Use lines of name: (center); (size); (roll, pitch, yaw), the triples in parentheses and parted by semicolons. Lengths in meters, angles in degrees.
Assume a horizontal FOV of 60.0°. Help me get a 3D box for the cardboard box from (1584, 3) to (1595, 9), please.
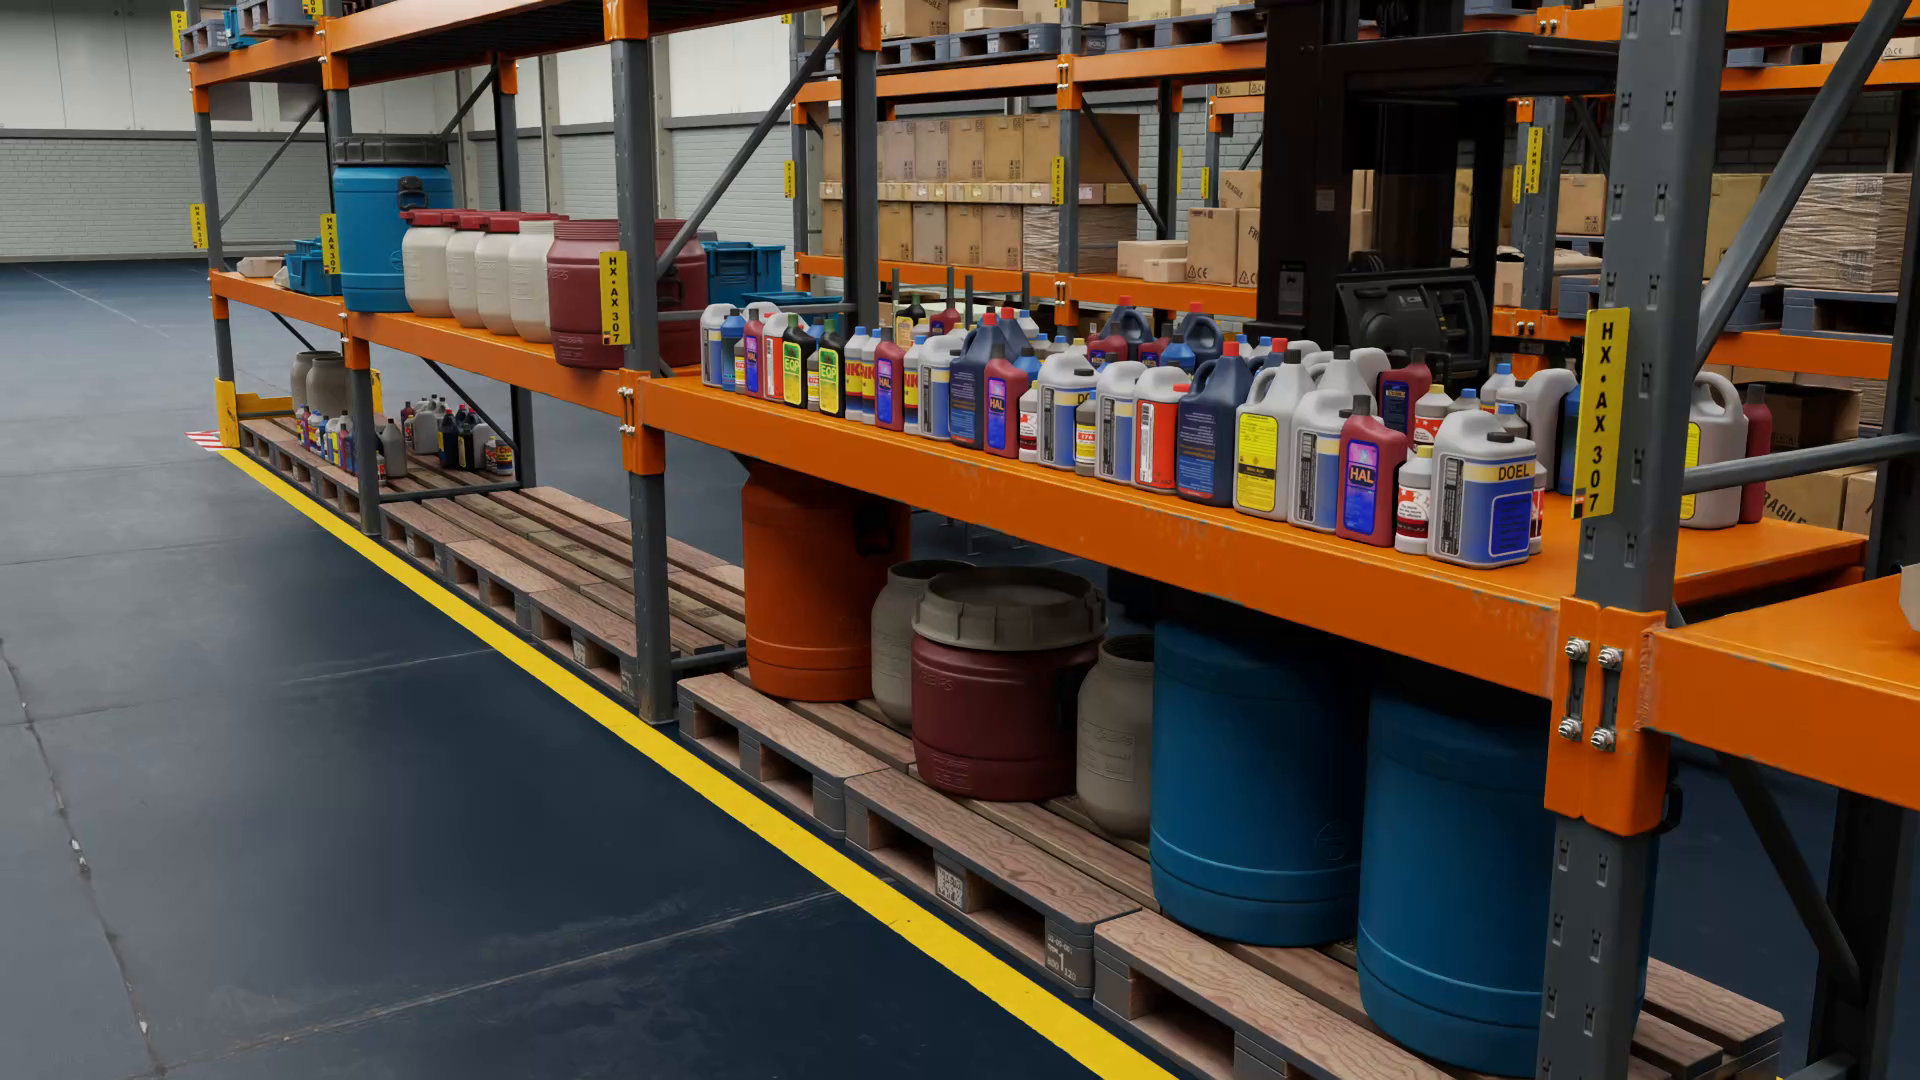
cardboard box: (5.508, -4.334, 13.920); (0.500, 0.500, 0.500); (-6, 14, -25)

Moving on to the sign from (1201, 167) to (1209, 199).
sign: (2.604, -3.791, 17.651); (0.100, 0.325, 0.005); (-8, 15, -33)

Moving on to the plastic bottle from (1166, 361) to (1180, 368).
plastic bottle: (0.506, -0.292, 3.975); (0.097, 0.271, 0.097); (0, 12, 0)

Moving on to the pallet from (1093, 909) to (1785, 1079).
pallet: (1.064, 1.094, 3.864); (1.003, 0.211, 1.213); (-8, 15, -33)

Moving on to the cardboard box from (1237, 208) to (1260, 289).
cardboard box: (2.131, -1.862, 10.620); (0.500, 0.500, 0.500); (-8, 15, -33)

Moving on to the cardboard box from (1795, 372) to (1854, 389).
cardboard box: (6.857, -1.231, 12.791); (0.700, 0.500, 0.500); (-8, 15, -33)

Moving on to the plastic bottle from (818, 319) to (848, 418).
plastic bottle: (-0.369, -0.512, 4.957); (0.061, 0.283, 0.133); (-8, 15, -33)

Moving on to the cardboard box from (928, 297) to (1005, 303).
cardboard box: (0.045, -1.838, 14.442); (0.500, 0.500, 0.500); (-8, 15, -33)

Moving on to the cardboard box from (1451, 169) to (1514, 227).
cardboard box: (4.752, -3.072, 14.935); (0.500, 0.500, 0.500); (-8, 15, -33)

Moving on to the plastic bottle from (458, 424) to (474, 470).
plastic bottle: (-3.078, -0.587, 10.352); (0.061, 0.283, 0.133); (-8, 15, -33)

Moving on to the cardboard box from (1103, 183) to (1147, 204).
cardboard box: (1.162, -2.571, 12.344); (0.380, 0.149, 0.250); (-8, 15, -33)

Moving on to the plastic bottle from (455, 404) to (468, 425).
plastic bottle: (-3.182, -0.696, 10.693); (0.144, 0.351, 0.185); (-9, 15, -35)

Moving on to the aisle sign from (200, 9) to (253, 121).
aisle sign: (-5.476, -3.508, 12.297); (0.394, 0.787, 0.004); (-8, 15, -33)

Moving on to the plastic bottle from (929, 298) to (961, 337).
plastic bottle: (-0.053, -0.718, 5.896); (0.061, 0.283, 0.133); (-8, 15, -33)

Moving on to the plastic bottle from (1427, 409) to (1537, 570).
plastic bottle: (0.969, -0.097, 3.075); (0.152, 0.276, 0.135); (-8, 15, -33)

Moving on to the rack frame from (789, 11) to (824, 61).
rack frame: (-1.067, -5.776, 14.712); (1.000, 3.000, 0.127); (-8, 15, -33)

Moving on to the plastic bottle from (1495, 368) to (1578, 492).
plastic bottle: (1.314, -0.258, 3.809); (0.152, 0.276, 0.135); (-8, 15, -33)

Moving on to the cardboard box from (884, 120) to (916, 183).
cardboard box: (-0.213, -3.252, 13.940); (0.700, 0.500, 0.500); (-8, 15, -33)

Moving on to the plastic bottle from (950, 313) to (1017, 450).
plastic bottle: (0.064, -0.422, 4.388); (0.144, 0.351, 0.185); (-8, 15, -33)

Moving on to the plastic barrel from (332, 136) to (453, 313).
plastic barrel: (-3.014, -1.689, 8.890); (0.600, 0.901, 0.708); (-8, 15, -33)

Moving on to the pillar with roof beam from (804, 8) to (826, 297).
pillar with roof beam: (-6.069, -7.966, 24.725); (9.100, 9.000, 0.400); (-8, 15, -33)

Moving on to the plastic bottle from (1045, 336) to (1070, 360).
plastic bottle: (0.320, -0.551, 5.326); (0.097, 0.201, 0.097); (0, 12, 0)

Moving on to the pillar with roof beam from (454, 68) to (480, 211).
pillar with roof beam: (-16.042, -11.167, 39.363); (9.100, 9.000, 0.548); (-8, 15, -33)

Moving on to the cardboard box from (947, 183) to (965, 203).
cardboard box: (0.118, -2.749, 13.159); (0.380, 0.149, 0.250); (-8, 14, -31)

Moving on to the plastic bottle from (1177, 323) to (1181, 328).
plastic bottle: (0.629, -0.499, 4.895); (0.061, 0.283, 0.133); (-8, 15, -33)

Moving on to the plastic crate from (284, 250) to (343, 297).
plastic crate: (-3.815, -1.641, 10.191); (0.499, 0.251, 0.616); (-8, 15, -33)

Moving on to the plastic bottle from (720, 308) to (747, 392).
plastic bottle: (-0.748, -0.635, 5.547); (0.097, 0.271, 0.097); (0, 12, 0)

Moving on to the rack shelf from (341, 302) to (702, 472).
rack shelf: (-1.868, -0.842, 7.872); (1.077, 0.370, 4.000); (-8, 15, -33)

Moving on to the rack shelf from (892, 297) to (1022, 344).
rack shelf: (-0.004, -1.115, 9.124); (0.431, 0.370, 0.720); (-8, 15, -33)

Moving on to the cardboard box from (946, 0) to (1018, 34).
cardboard box: (0.342, -4.231, 13.116); (0.797, 0.503, 0.637); (-6, 14, -27)

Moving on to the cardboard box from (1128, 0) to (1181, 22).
cardboard box: (1.483, -3.621, 11.245); (0.500, 0.250, 0.500); (-6, 14, -27)

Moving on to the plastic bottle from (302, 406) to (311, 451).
plastic bottle: (-4.337, -0.746, 11.081); (0.061, 0.283, 0.133); (-8, 15, -32)

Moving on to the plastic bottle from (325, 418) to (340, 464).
plastic bottle: (-3.945, -0.634, 10.587); (0.152, 0.276, 0.135); (-8, 15, -32)

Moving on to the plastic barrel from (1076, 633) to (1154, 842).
plastic barrel: (0.538, 0.549, 4.672); (0.421, 0.512, 0.421); (0, 12, 0)

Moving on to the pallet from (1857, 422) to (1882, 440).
pallet: (7.056, -0.787, 12.466); (1.003, 0.211, 1.213); (-8, 15, -33)

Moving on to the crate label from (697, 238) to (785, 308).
crate label: (-1.085, -1.063, 7.120); (0.502, 0.435, 0.616); (-8, 15, -33)

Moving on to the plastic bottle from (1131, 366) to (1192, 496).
plastic bottle: (0.487, -0.252, 3.782); (0.152, 0.276, 0.135); (-8, 15, -33)

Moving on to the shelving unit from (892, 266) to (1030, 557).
shelving unit: (-0.004, -0.734, 9.207); (0.431, 1.500, 0.755); (-8, 15, -33)

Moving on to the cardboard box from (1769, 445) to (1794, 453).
cardboard box: (3.675, -0.209, 8.120); (0.500, 0.500, 0.500); (-9, 15, -35)

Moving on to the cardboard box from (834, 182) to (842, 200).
cardboard box: (-0.880, -3.069, 14.624); (0.380, 0.149, 0.250); (-9, 15, -34)

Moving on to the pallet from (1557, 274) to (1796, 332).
pallet: (3.800, -1.217, 8.354); (1.213, 0.211, 1.003); (-8, 15, -33)

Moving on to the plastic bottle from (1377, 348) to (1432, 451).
plastic bottle: (1.116, -0.343, 4.180); (0.061, 0.283, 0.133); (-8, 15, -33)

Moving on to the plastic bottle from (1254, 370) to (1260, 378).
plastic bottle: (0.782, -0.344, 4.379); (0.097, 0.201, 0.097); (0, 12, 0)

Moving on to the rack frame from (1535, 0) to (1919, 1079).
rack frame: (1.454, -0.125, 2.914); (0.949, 2.616, 0.053); (-8, 15, -33)

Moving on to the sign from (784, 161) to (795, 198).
sign: (-1.532, -3.243, 14.957); (0.100, 0.325, 0.005); (-8, 15, -33)

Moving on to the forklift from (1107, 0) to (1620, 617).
forklift: (1.997, -0.910, 6.662); (1.130, 2.935, 3.031); (-10, 16, -38)

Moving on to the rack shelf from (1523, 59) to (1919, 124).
rack shelf: (6.380, -3.480, 12.914); (1.077, 0.370, 4.000); (-8, 15, -33)

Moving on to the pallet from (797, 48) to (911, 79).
pallet: (-0.696, -4.139, 14.453); (1.003, 0.211, 1.213); (-8, 15, -33)

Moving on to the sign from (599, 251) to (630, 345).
sign: (-1.214, -0.851, 5.848); (0.100, 0.325, 0.005); (-8, 15, -33)

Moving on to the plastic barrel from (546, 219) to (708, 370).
plastic barrel: (-1.269, -0.950, 6.368); (0.600, 0.536, 0.708); (-8, 15, -33)

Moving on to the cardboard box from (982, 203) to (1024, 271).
cardboard box: (0.601, -2.354, 12.872); (0.700, 0.500, 0.500); (-8, 15, -33)
